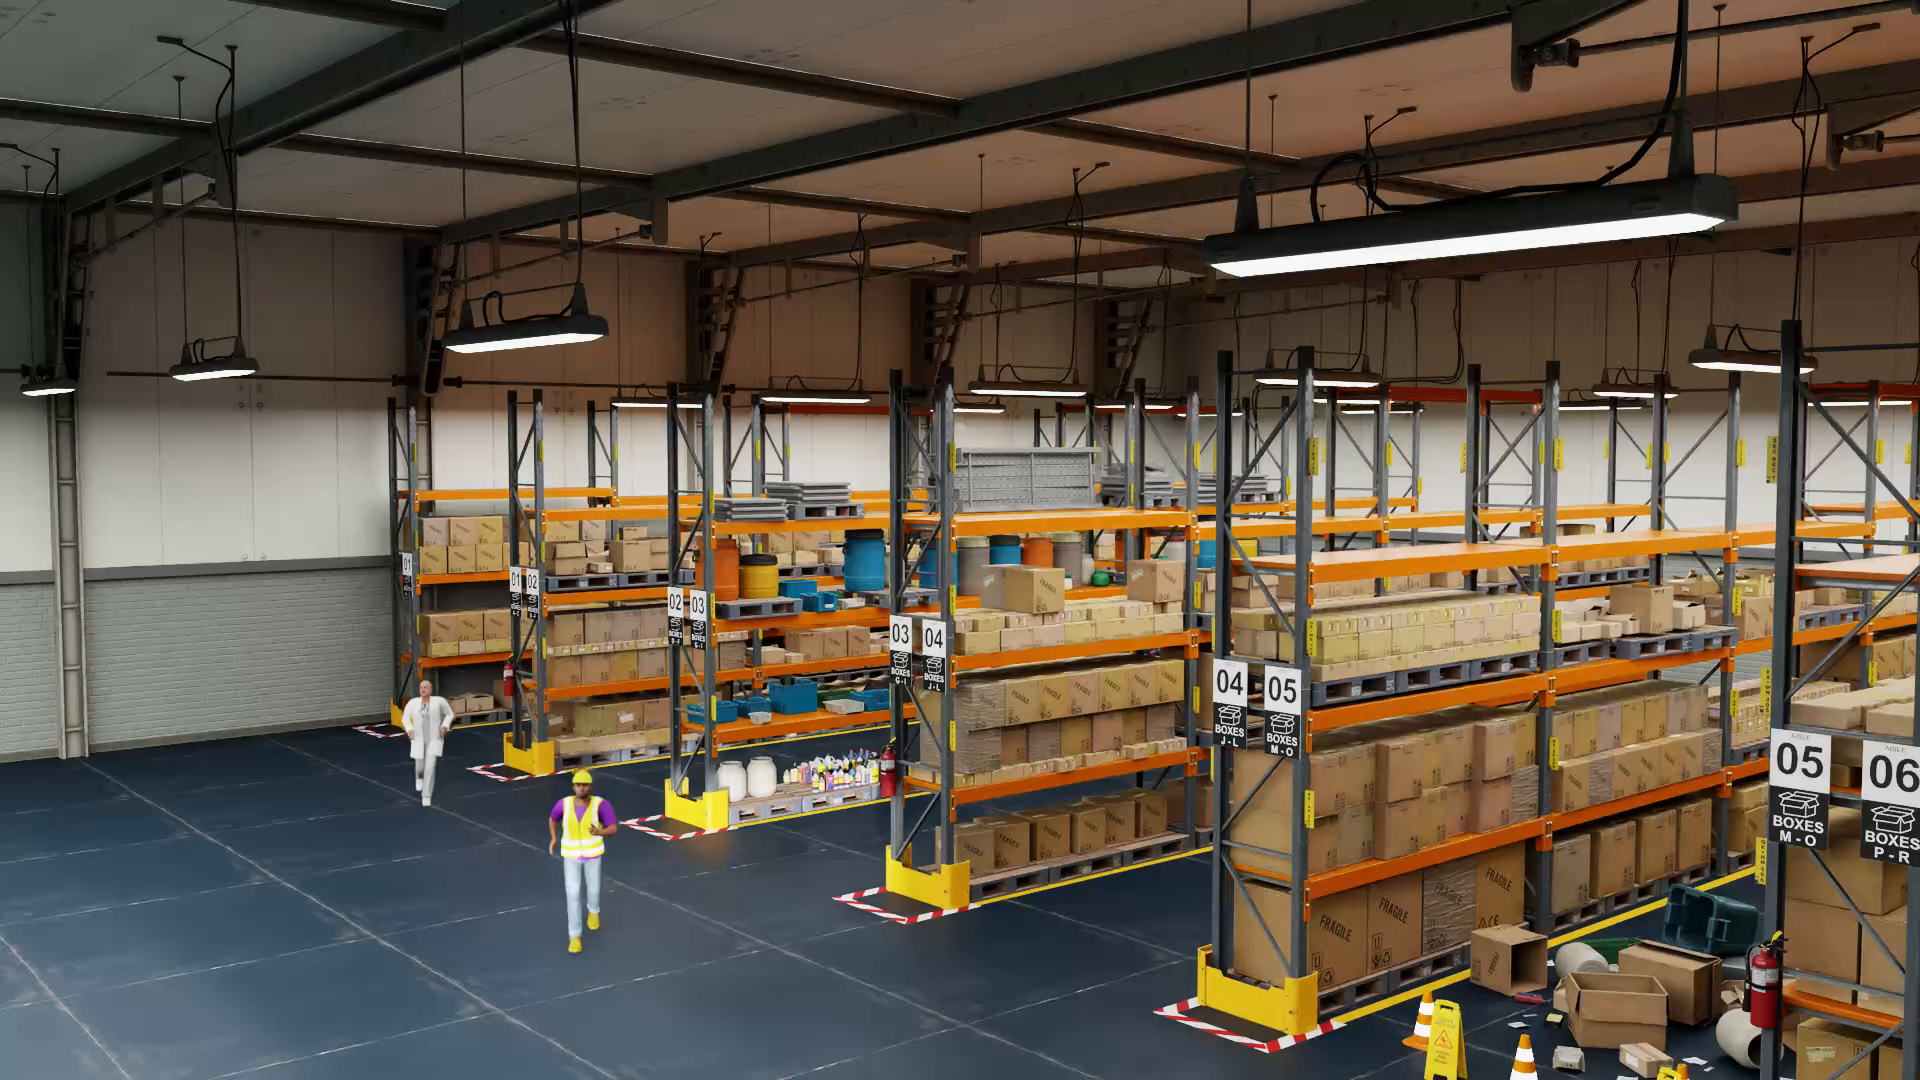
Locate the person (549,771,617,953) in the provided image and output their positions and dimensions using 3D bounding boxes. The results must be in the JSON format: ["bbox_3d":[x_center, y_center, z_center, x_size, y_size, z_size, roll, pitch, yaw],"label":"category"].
[{"bbox_3d":[-3.883,3.249,17.127,0.700,1.754,0.984,-1,3,-10],"label":"person"}]

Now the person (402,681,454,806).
[{"bbox_3d":[-7.675,2.898,24.014,0.717,1.769,0.835,-1,3,-11],"label":"person"}]

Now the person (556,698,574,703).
[{"bbox_3d":[-6.756,2.673,28.303,0.596,1.690,0.614,3,4,38],"label":"person"}]
